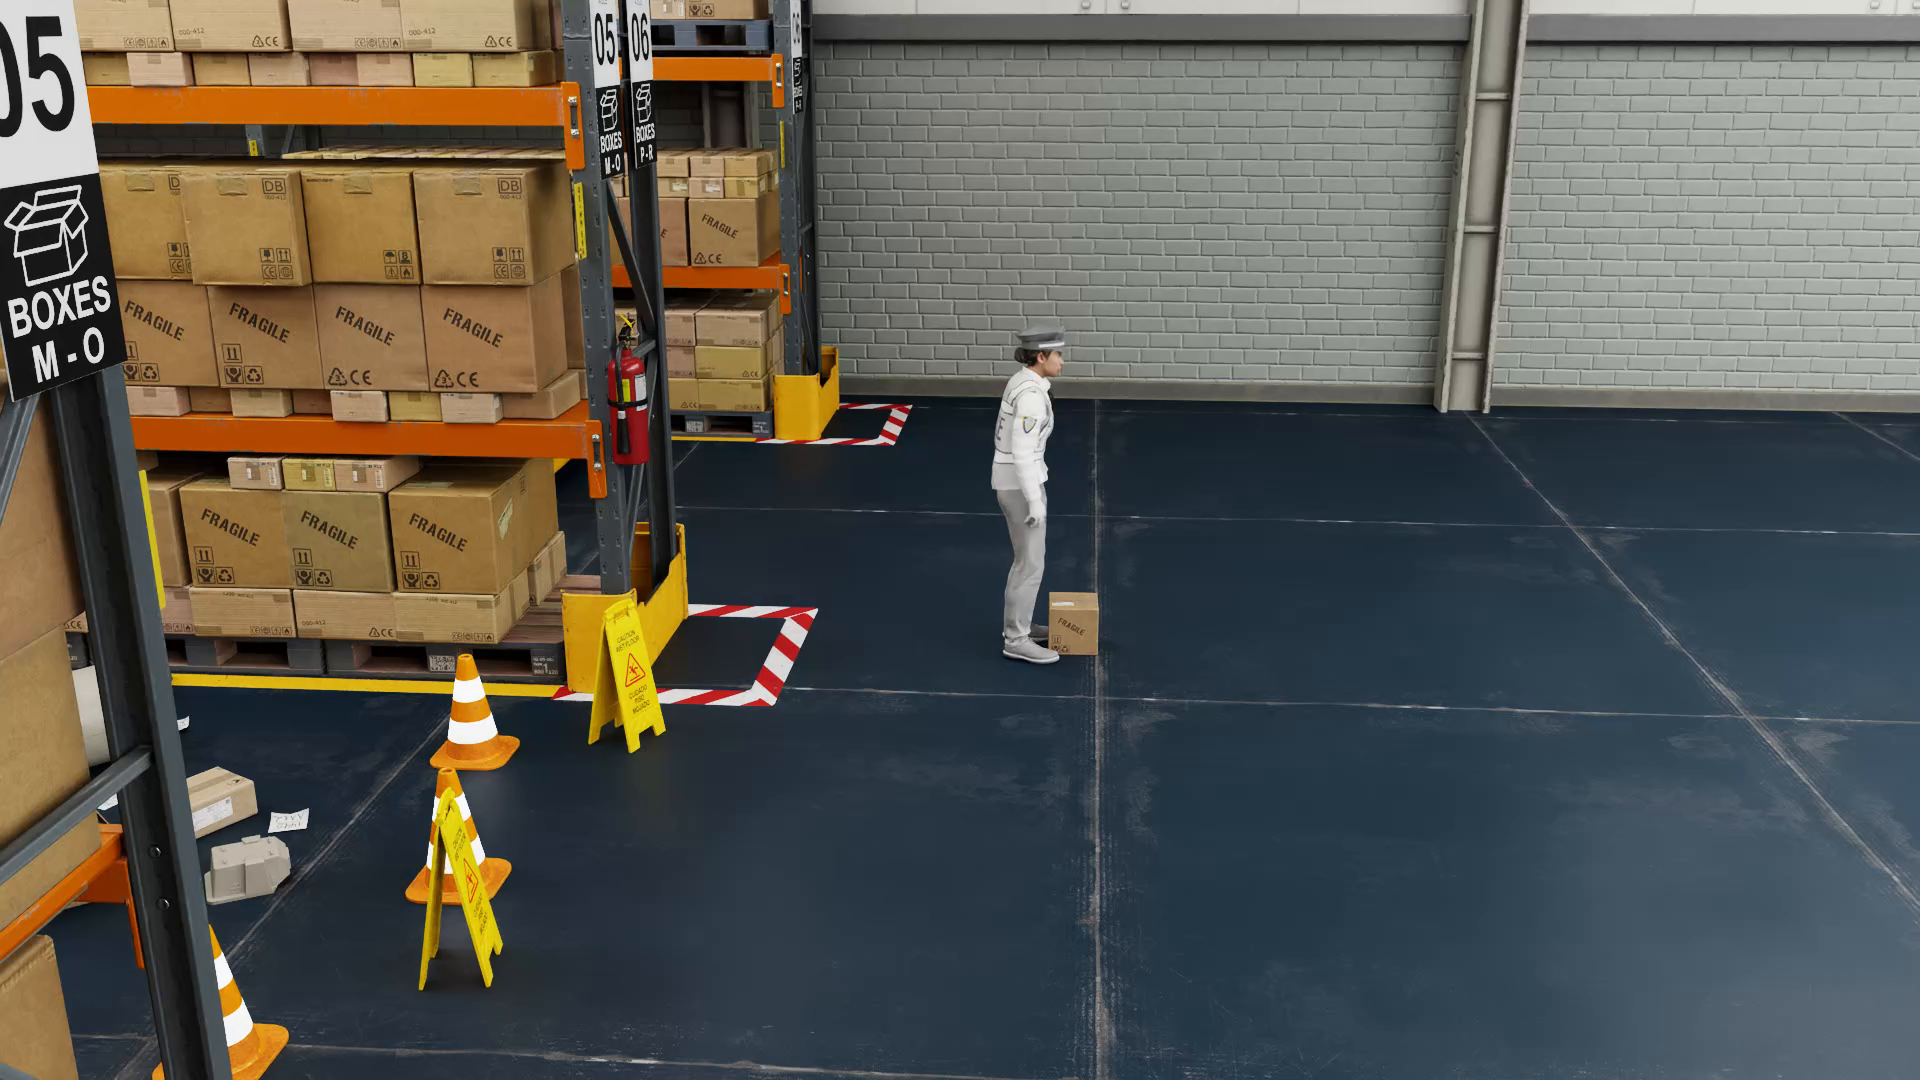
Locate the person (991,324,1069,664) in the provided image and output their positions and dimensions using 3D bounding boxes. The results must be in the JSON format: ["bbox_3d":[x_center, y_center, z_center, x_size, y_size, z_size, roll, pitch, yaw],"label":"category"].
[{"bbox_3d":[0.344,-0.247,8.321,0.376,1.663,0.526,1,18,3],"label":"person"}]
